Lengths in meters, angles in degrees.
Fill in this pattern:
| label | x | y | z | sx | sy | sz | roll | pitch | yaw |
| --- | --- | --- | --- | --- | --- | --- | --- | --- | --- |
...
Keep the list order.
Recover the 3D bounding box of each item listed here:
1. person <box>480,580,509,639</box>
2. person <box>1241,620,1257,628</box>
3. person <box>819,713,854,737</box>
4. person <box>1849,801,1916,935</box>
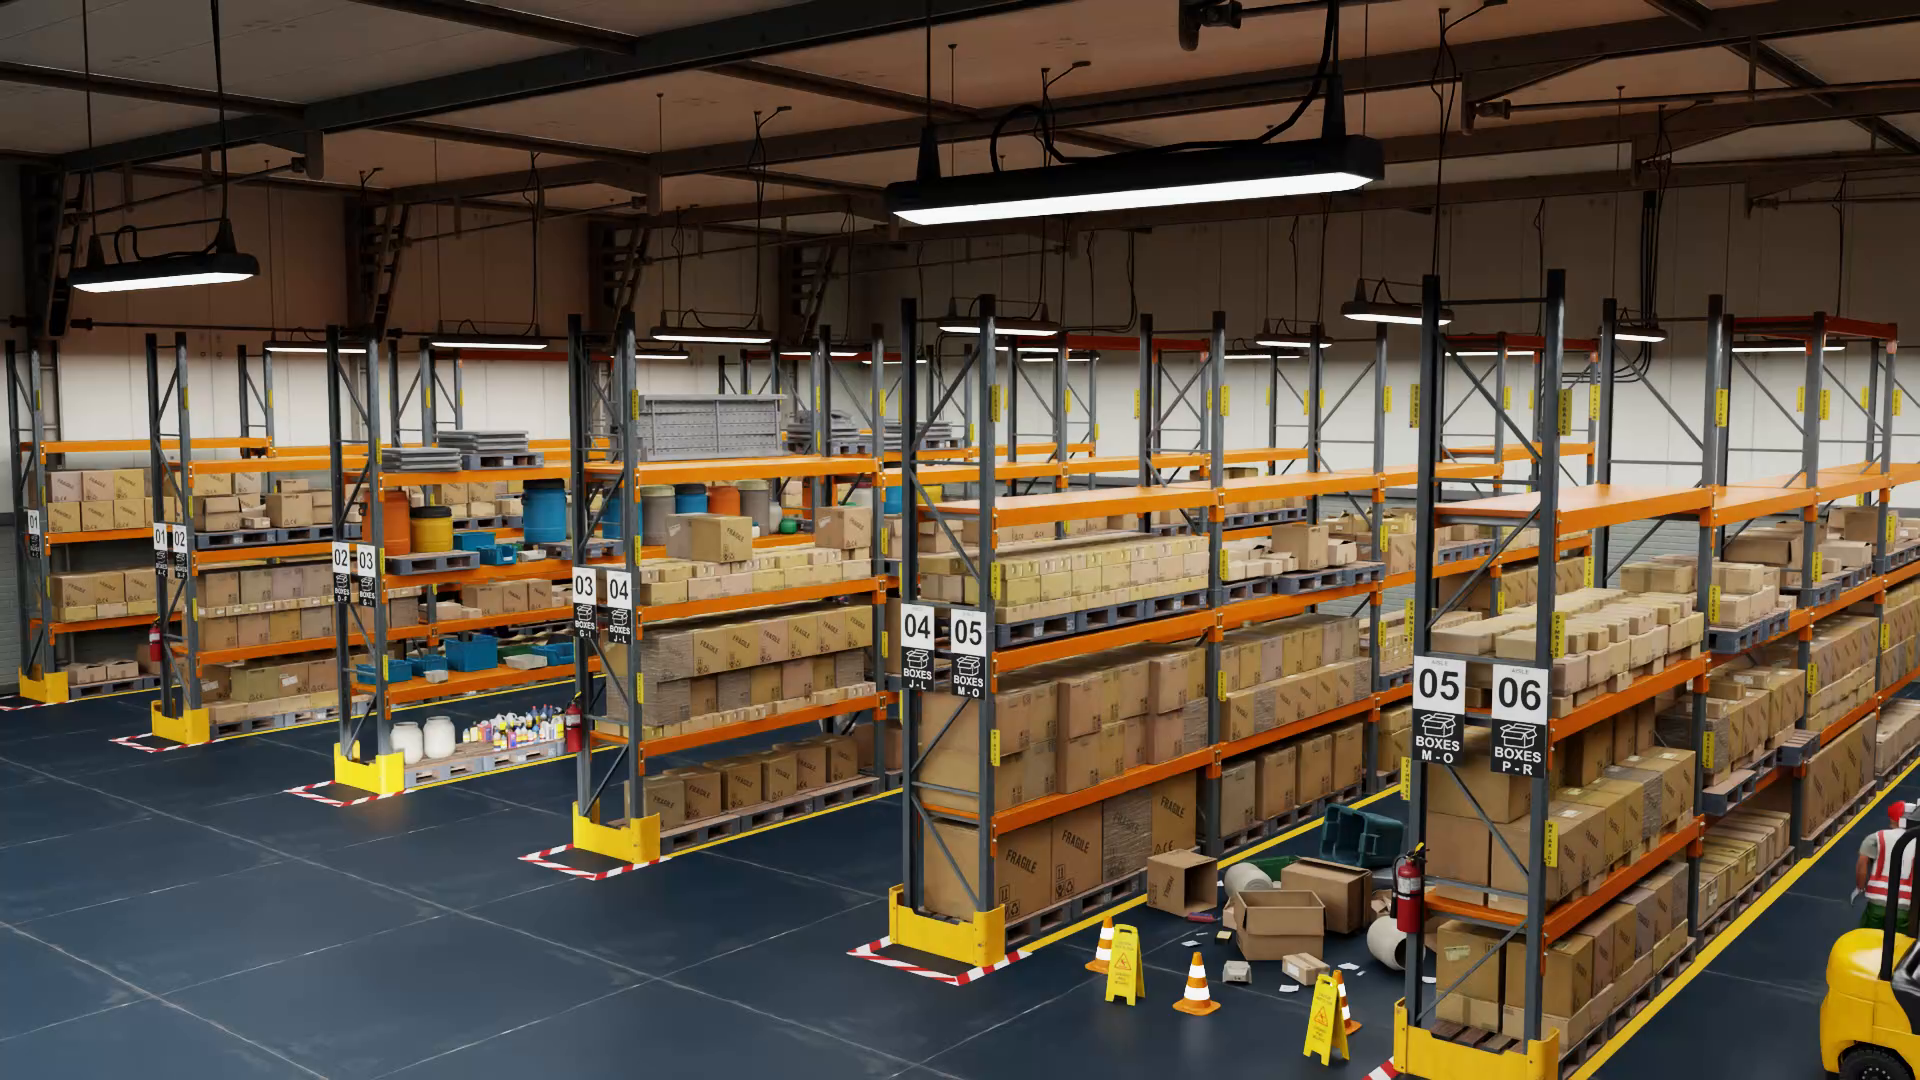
| label | x | y | z | sx | sy | sz | roll | pitch | yaw |
| --- | --- | --- | --- | --- | --- | --- | --- | --- | --- |
| person | -8.793 | 1.543 | 31.189 | 0.509 | 1.590 | 0.997 | 2 | 6 | 24 |
| person | 4.516 | 2.029 | 25.601 | 0.455 | 1.641 | 0.863 | 4 | 6 | 37 |
| person | -1.721 | 2.180 | 23.503 | 0.620 | 1.764 | 0.701 | 3 | 6 | 32 |
| person | 7.897 | 3.069 | 14.097 | 0.625 | 1.678 | 0.788 | 4 | 7 | 39 |
